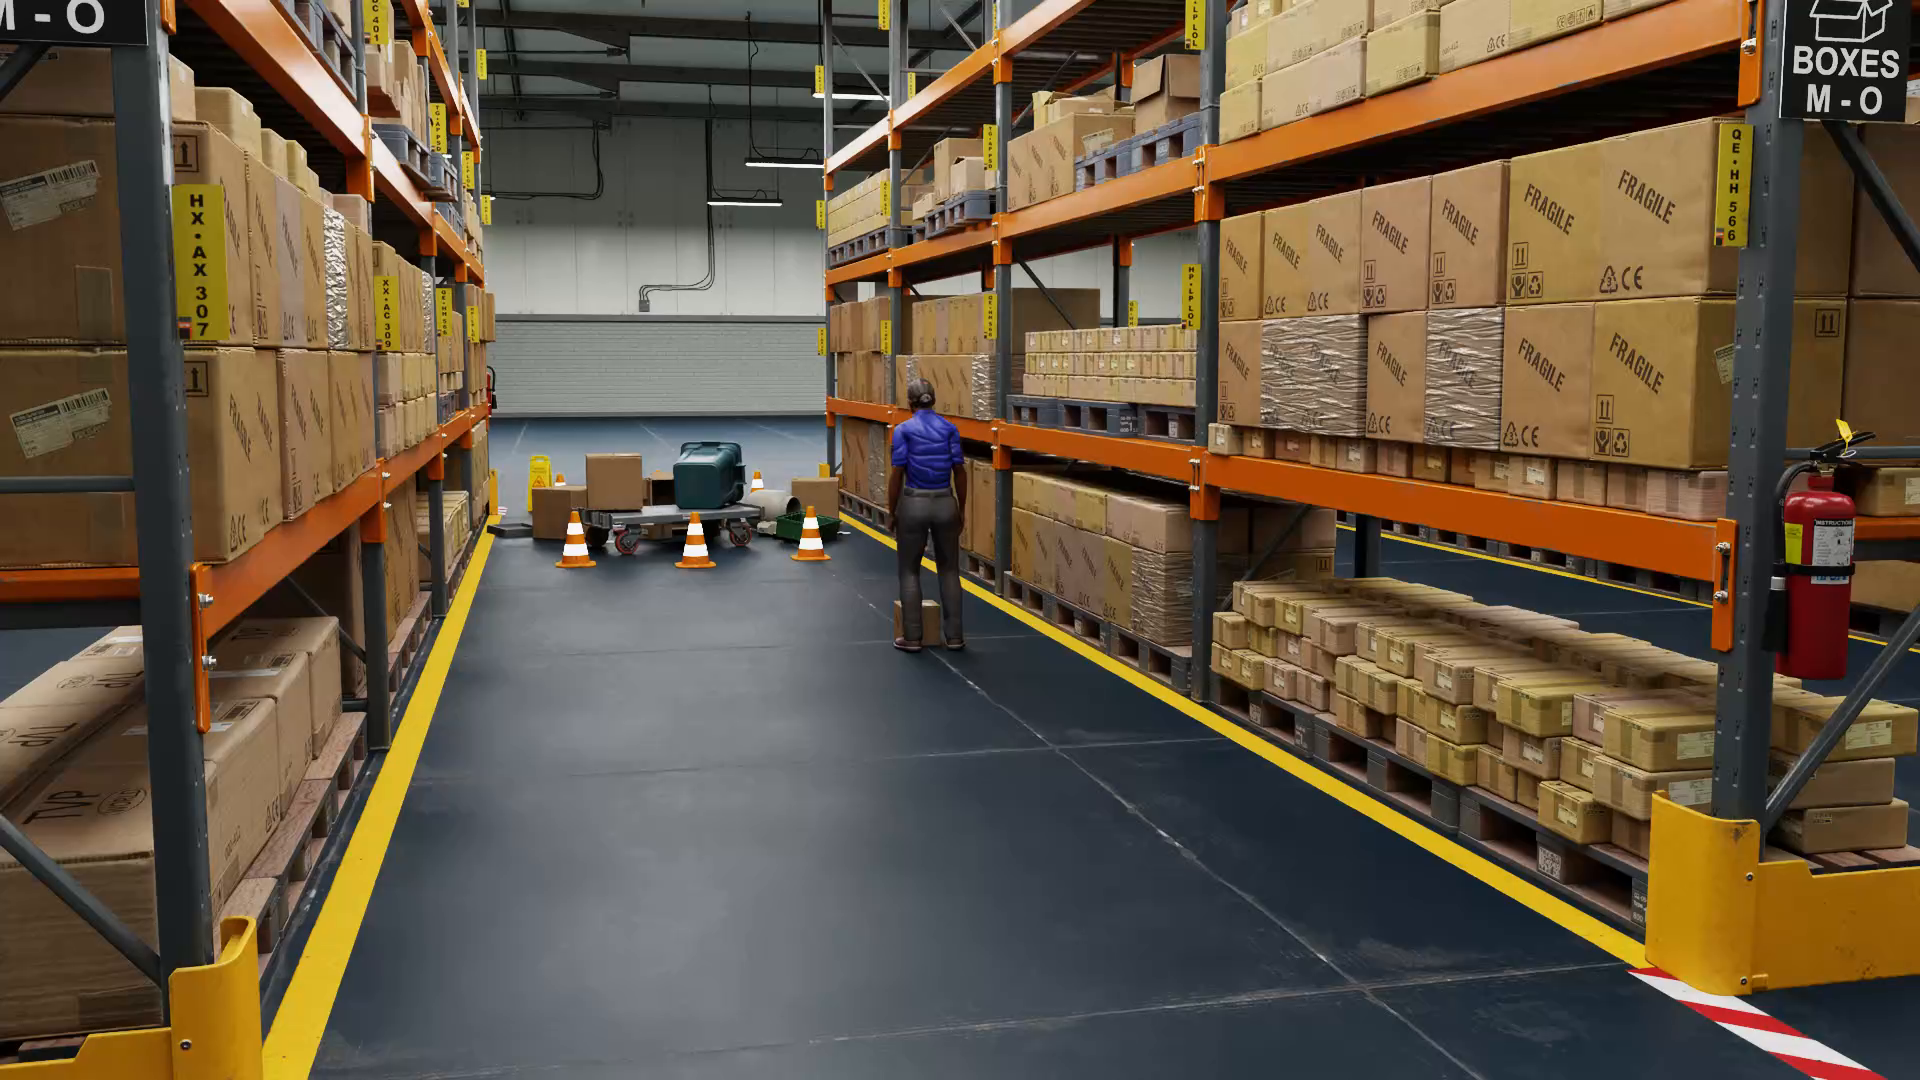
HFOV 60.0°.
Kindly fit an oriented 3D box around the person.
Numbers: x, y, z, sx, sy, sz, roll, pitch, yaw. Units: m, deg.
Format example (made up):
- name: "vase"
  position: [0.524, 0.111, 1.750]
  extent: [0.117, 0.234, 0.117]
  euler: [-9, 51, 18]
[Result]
- name: "person"
  position: [-0.194, -0.153, 10.109]
  extent: [0.506, 1.654, 0.346]
  euler: [-2, 6, -16]
